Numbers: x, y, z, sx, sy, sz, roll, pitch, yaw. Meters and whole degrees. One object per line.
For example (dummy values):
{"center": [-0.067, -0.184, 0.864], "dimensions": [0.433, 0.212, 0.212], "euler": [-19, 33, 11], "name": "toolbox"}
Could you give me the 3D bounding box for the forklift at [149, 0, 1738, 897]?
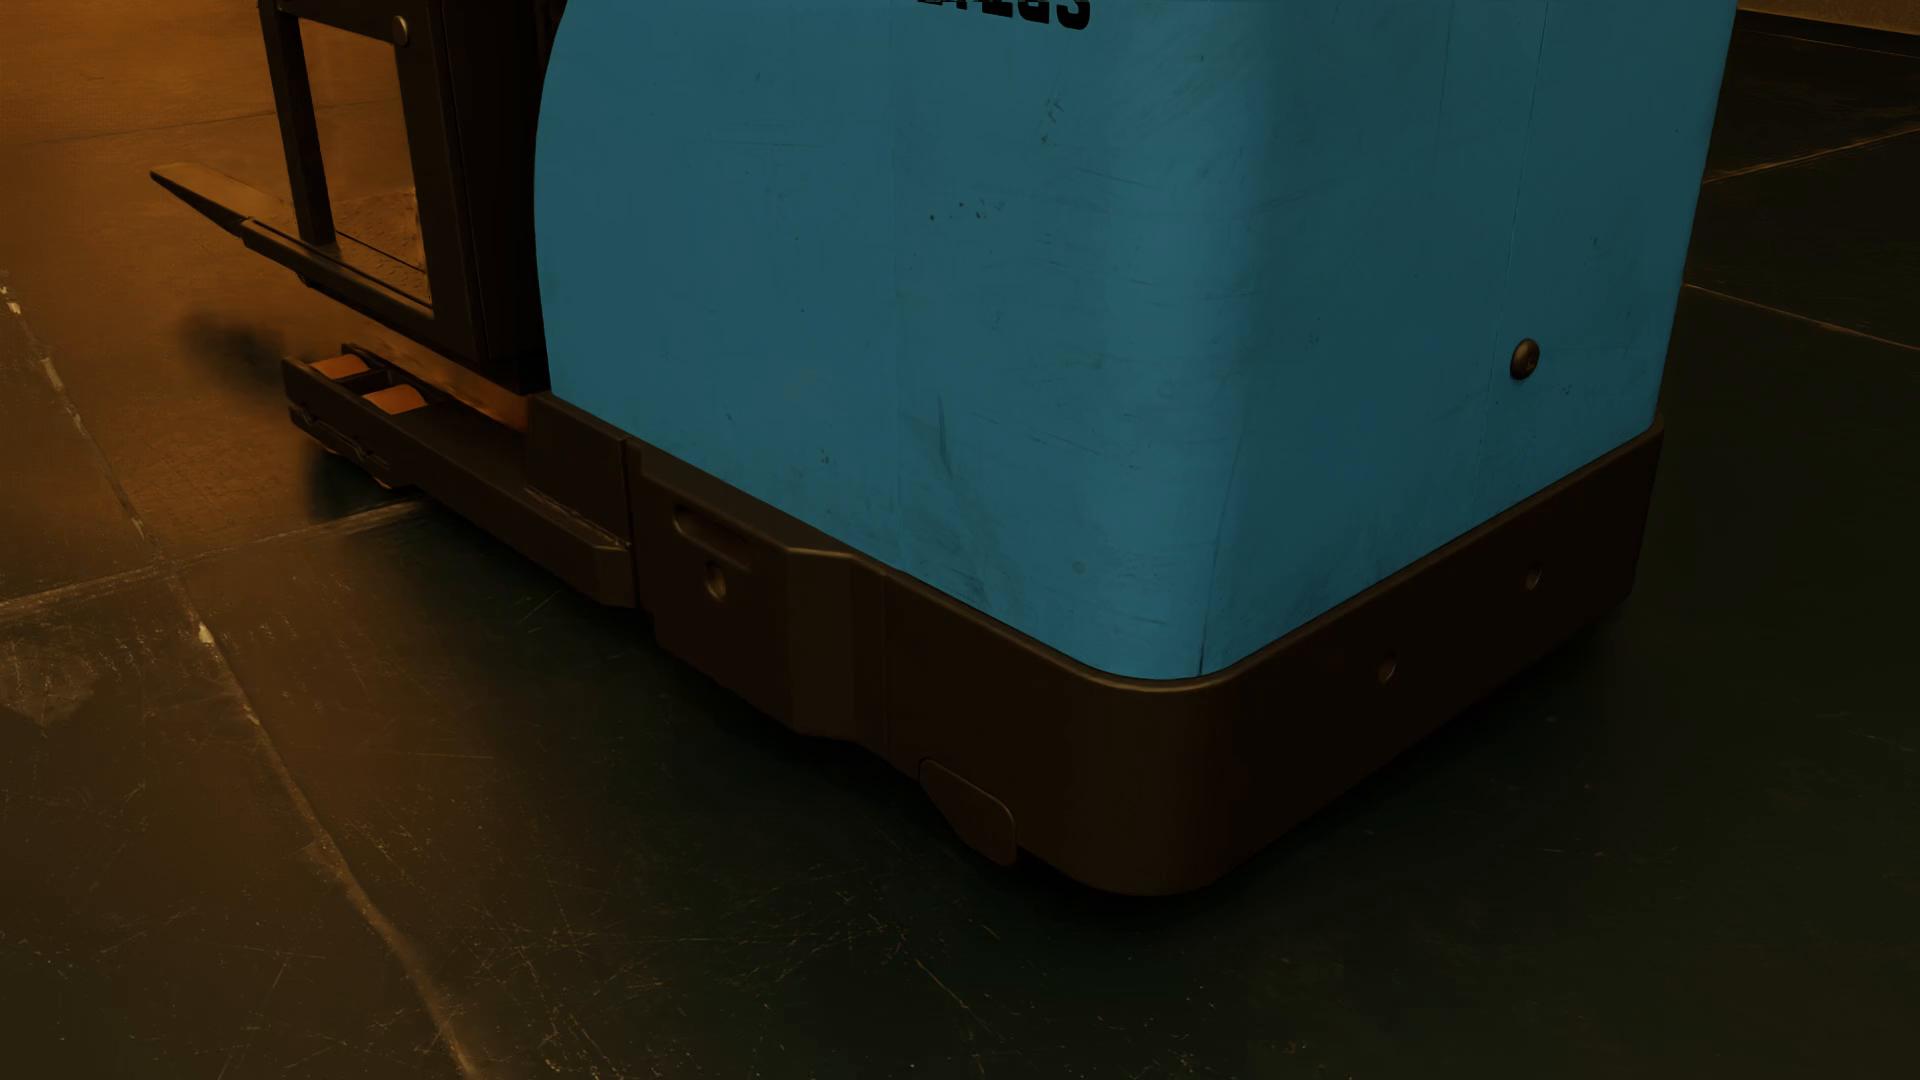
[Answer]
{"center": [-0.478, -1.529, 2.278], "dimensions": [1.130, 2.935, 3.031], "euler": [-23, 35, -38], "name": "forklift"}
